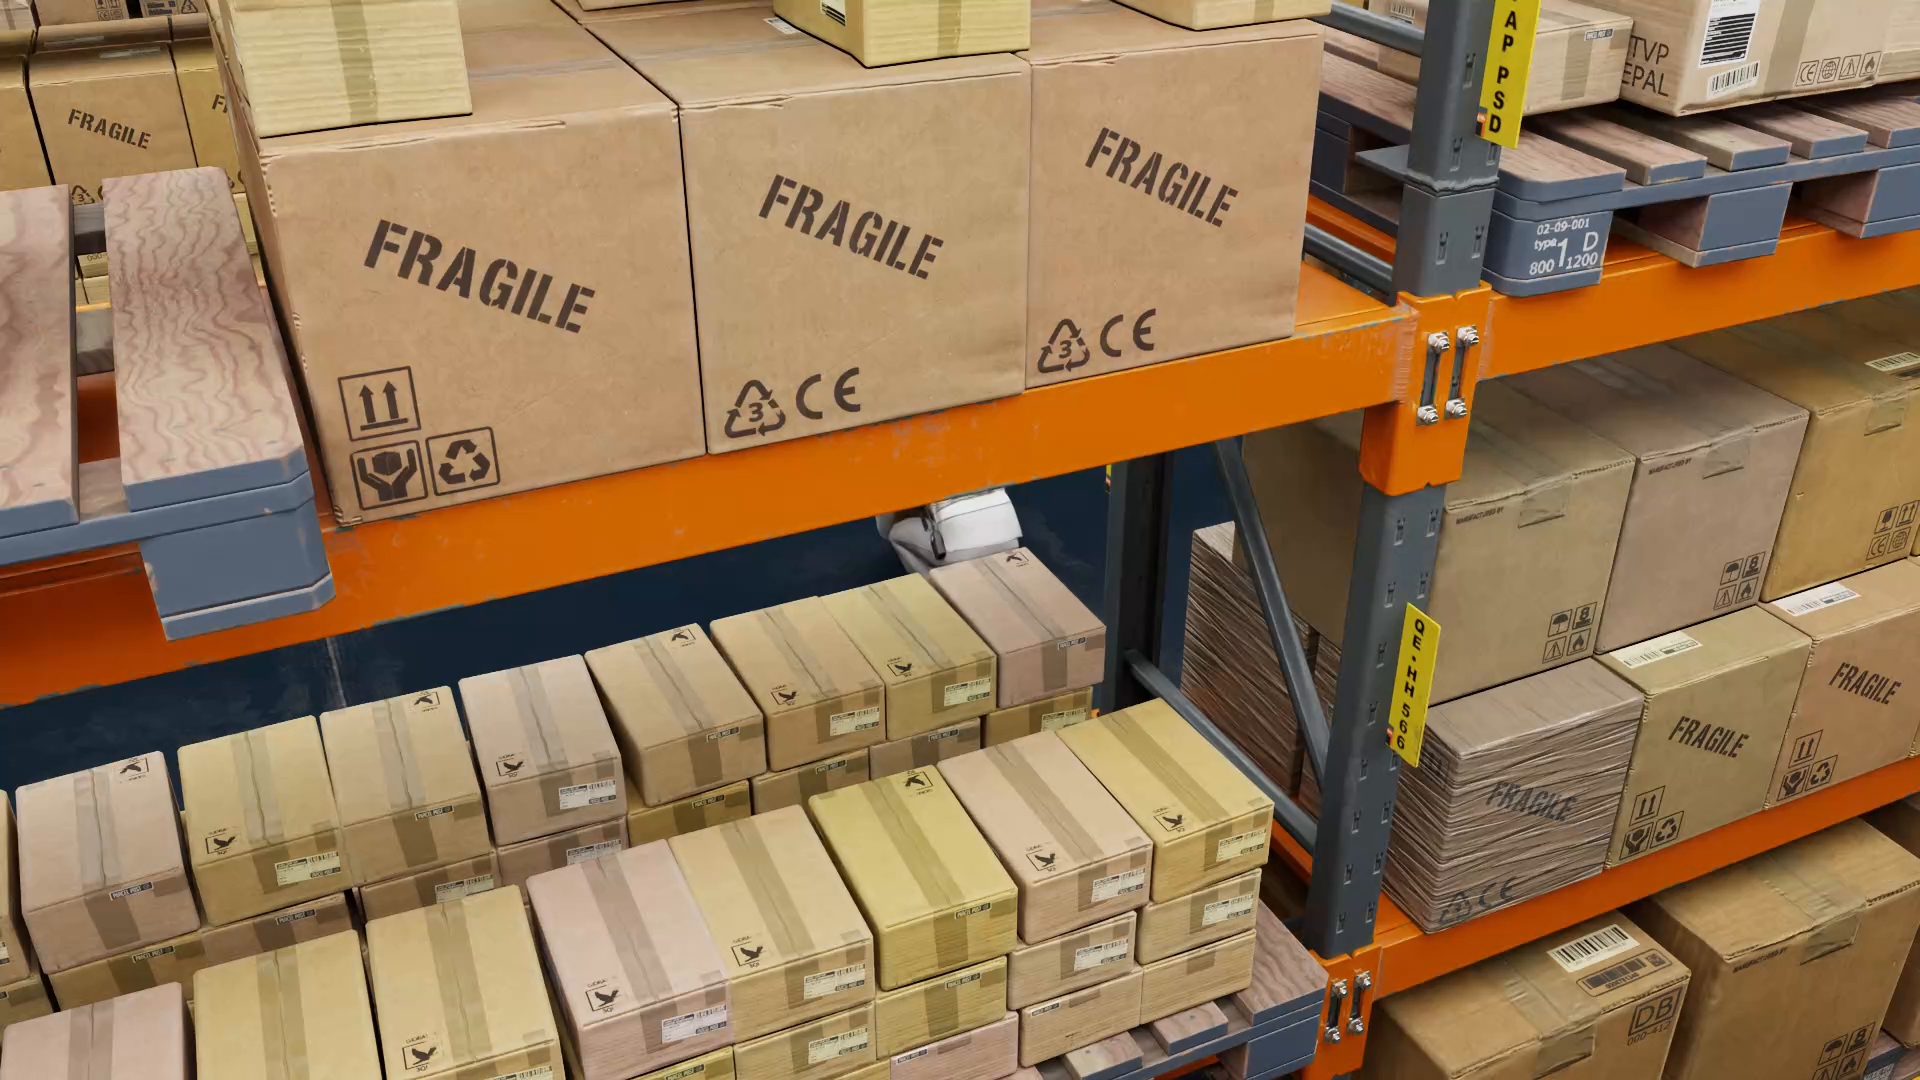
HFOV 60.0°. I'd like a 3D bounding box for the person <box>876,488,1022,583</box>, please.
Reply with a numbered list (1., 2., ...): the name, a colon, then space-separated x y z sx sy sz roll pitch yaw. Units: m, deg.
1. person: -0.069 -0.146 7.100 0.492 0.967 0.826 -13 32 -22
